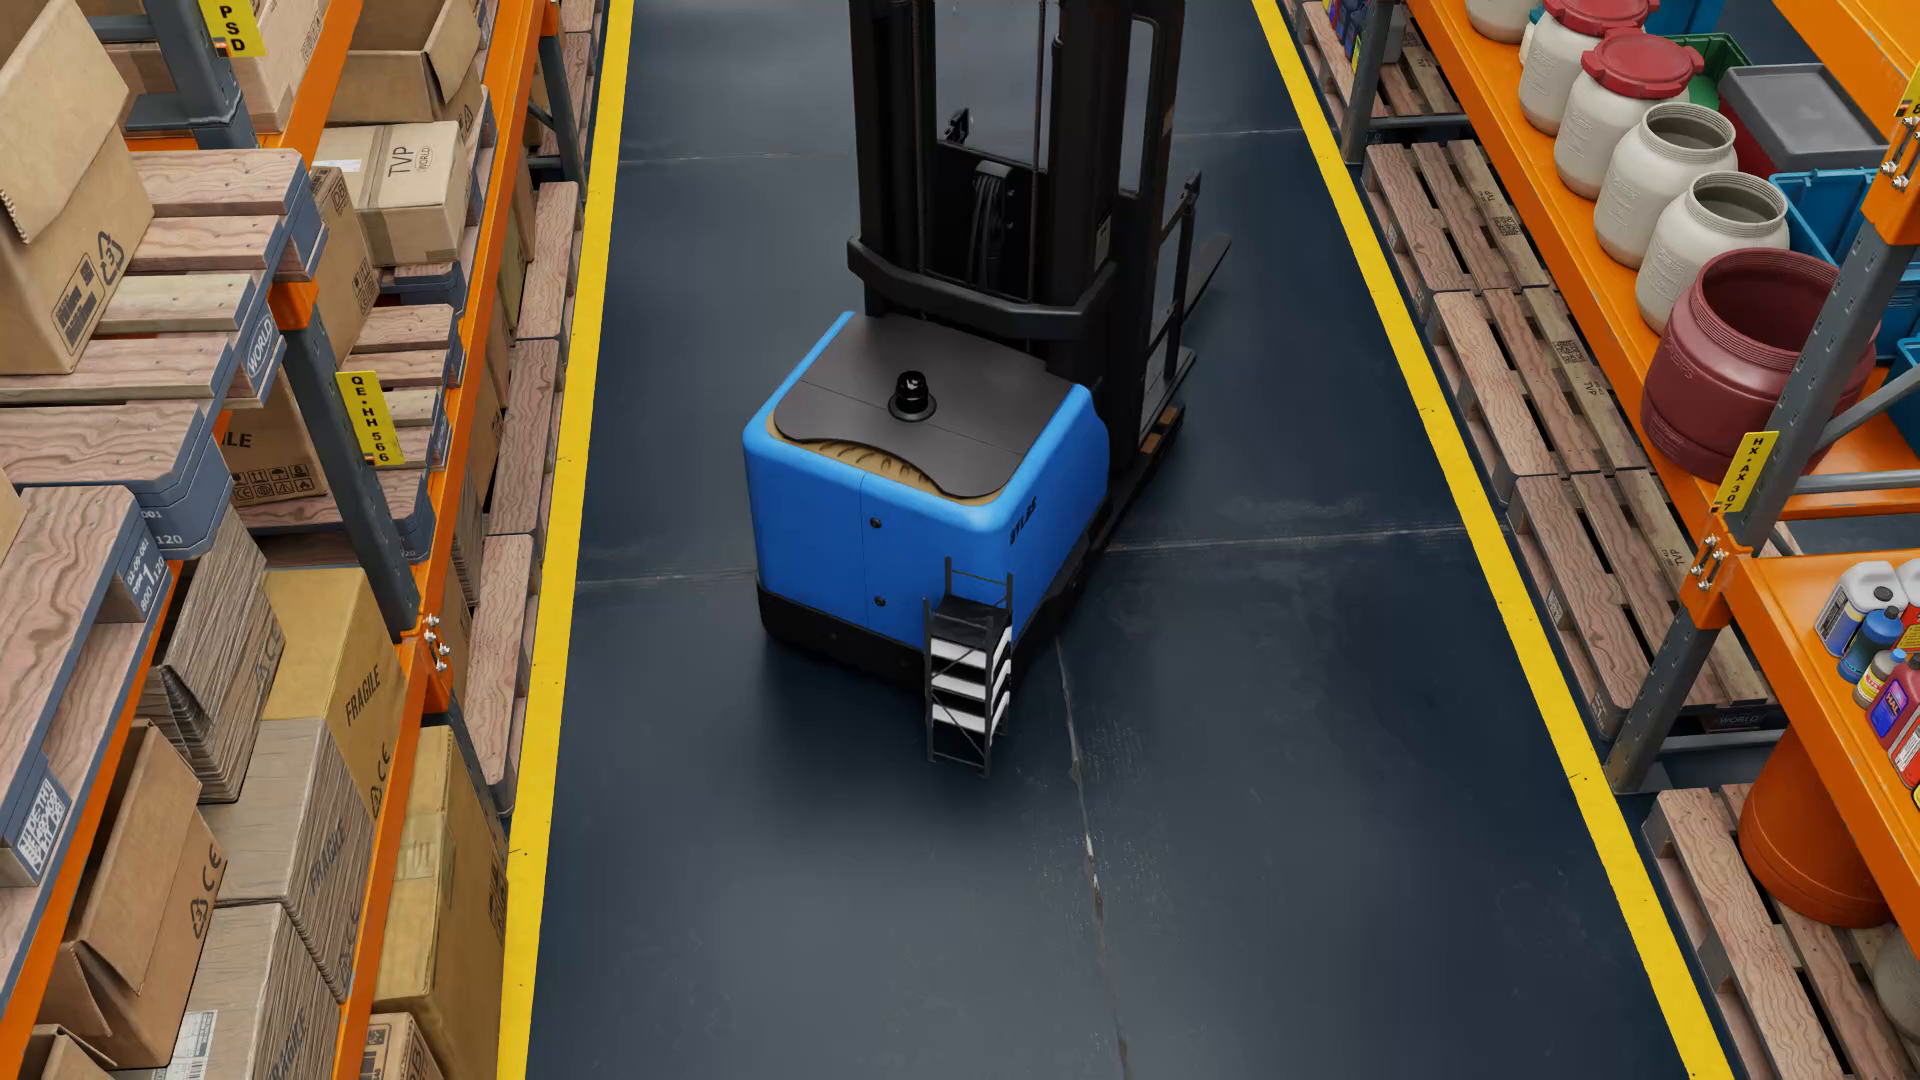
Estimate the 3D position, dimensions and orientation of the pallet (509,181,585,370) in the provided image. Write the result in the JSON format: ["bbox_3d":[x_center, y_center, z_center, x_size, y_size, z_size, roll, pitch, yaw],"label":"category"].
[{"bbox_3d":[-2.350,-1.250,7.925,1.003,0.211,1.213,-3,47,-3],"label":"pallet"}]

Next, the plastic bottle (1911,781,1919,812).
[{"bbox_3d":[2.572,0.628,4.306,0.061,0.283,0.133,-3,47,-3],"label":"plastic bottle"}]

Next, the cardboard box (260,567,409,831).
[{"bbox_3d":[-1.794,0.429,4.345,0.500,0.500,0.500,-2,47,-2],"label":"cardboard box"}]

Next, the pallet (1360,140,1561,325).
[{"bbox_3d":[2.623,-1.549,8.208,1.003,0.211,1.213,-3,47,-3],"label":"pallet"}]

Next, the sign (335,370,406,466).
[{"bbox_3d":[-1.529,-0.313,4.319,0.100,0.325,0.005,-3,47,-3],"label":"sign"}]

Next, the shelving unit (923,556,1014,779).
[{"bbox_3d":[0.029,0.462,5.829,0.258,0.900,0.210,15,48,14],"label":"shelving unit"}]

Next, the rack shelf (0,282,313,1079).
[{"bbox_3d":[-1.915,0.785,2.507,1.077,0.370,4.000,-3,47,-3],"label":"rack shelf"}]

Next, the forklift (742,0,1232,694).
[{"bbox_3d":[0.329,-1.442,6.233,1.130,2.935,3.031,20,50,18],"label":"forklift"}]

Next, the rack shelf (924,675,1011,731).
[{"bbox_3d":[0.029,0.547,5.918,0.258,0.077,0.200,15,48,14],"label":"rack shelf"}]

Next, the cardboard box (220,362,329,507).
[{"bbox_3d":[-2.167,-0.445,4.884,0.500,0.500,0.500,-9,47,-8],"label":"cardboard box"}]

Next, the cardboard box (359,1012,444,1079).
[{"bbox_3d":[-1.978,1.854,4.239,1.225,0.875,0.875,-3,47,-3],"label":"cardboard box"}]

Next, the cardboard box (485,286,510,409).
[{"bbox_3d":[-2.318,-0.868,7.061,0.700,0.500,0.500,-7,47,-7],"label":"cardboard box"}]

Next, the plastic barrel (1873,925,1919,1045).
[{"bbox_3d":[3.048,1.288,5.025,0.421,0.512,0.421,0,47,0],"label":"plastic barrel"}]

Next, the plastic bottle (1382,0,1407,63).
[{"bbox_3d":[2.321,-2.771,8.966,0.144,0.351,0.185,-3,47,-3],"label":"plastic bottle"}]

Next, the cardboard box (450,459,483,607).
[{"bbox_3d":[-2.217,-0.054,6.290,0.700,0.500,0.500,-7,47,-7],"label":"cardboard box"}]

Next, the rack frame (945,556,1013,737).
[{"bbox_3d":[0.064,0.393,5.894,0.240,0.900,0.006,15,48,14],"label":"rack frame"}]

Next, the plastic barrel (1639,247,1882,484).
[{"bbox_3d":[2.513,-0.543,5.242,0.600,0.536,0.708,-3,47,-3],"label":"plastic barrel"}]

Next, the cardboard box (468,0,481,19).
[{"bbox_3d":[-2.490,-2.540,6.523,1.000,1.000,1.000,-3,47,-3],"label":"cardboard box"}]

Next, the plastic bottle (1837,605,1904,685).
[{"bbox_3d":[2.550,0.283,4.641,0.097,0.271,0.097,0,47,0],"label":"plastic bottle"}]

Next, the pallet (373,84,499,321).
[{"bbox_3d":[-2.288,-1.242,6.129,1.003,0.211,1.213,-3,47,-3],"label":"pallet"}]

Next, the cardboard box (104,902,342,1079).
[{"bbox_3d":[-1.711,1.166,3.648,0.500,0.500,0.500,-5,47,-5],"label":"cardboard box"}]

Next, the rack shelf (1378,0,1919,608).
[{"bbox_3d":[2.686,-1.379,6.622,1.077,0.370,4.000,-3,47,-3],"label":"rack shelf"}]

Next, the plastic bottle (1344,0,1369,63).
[{"bbox_3d":[2.178,-2.762,8.958,0.144,0.351,0.185,-5,47,-4],"label":"plastic bottle"}]

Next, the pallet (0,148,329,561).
[{"bbox_3d":[-1.975,-0.382,3.247,1.213,0.211,1.003,-2,47,-1],"label":"pallet"}]

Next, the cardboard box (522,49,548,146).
[{"bbox_3d":[-2.410,-2.349,8.478,0.500,0.500,0.500,-5,47,-5],"label":"cardboard box"}]

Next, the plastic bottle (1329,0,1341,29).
[{"bbox_3d":[2.106,-2.993,9.223,0.061,0.283,0.133,-1,47,-1],"label":"plastic bottle"}]

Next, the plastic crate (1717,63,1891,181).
[{"bbox_3d":[3.023,-1.389,6.092,0.402,0.464,0.583,-3,47,-3],"label":"plastic crate"}]

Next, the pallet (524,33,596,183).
[{"bbox_3d":[-2.508,-2.297,8.917,1.003,0.211,1.213,-3,47,-3],"label":"pallet"}]

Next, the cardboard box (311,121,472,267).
[{"bbox_3d":[-1.993,-1.198,5.769,0.500,0.250,0.500,-5,47,-4],"label":"cardboard box"}]

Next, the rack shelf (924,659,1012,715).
[{"bbox_3d":[0.029,0.485,5.853,0.258,0.077,0.200,15,48,14],"label":"rack shelf"}]

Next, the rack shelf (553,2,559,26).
[{"bbox_3d":[-2.584,-3.972,9.078,1.077,0.370,4.000,-3,47,-3],"label":"rack shelf"}]

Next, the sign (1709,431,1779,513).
[{"bbox_3d":[2.306,-0.197,4.895,0.100,0.325,0.005,-3,47,-3],"label":"sign"}]

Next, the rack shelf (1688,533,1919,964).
[{"bbox_3d":[3.021,1.515,3.881,1.077,0.370,4.000,-3,47,-3],"label":"rack shelf"}]

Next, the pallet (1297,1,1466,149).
[{"bbox_3d":[2.504,-2.603,9.206,1.003,0.211,1.213,-3,47,-3],"label":"pallet"}]

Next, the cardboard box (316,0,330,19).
[{"bbox_3d":[-1.910,-1.585,4.359,0.500,0.250,0.500,-2,47,-2],"label":"cardboard box"}]

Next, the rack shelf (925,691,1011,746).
[{"bbox_3d":[0.029,0.609,5.984,0.258,0.077,0.200,15,48,14],"label":"rack shelf"}]

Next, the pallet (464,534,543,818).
[{"bbox_3d":[-2.146,0.515,6.253,1.003,0.211,1.213,-3,47,-3],"label":"pallet"}]

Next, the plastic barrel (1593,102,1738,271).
[{"bbox_3d":[2.519,-1.254,5.931,0.421,0.512,0.421,0,47,0],"label":"plastic barrel"}]

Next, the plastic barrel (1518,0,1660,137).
[{"bbox_3d":[2.442,-1.884,6.511,0.433,0.535,0.433,0,47,0],"label":"plastic barrel"}]

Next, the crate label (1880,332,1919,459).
[{"bbox_3d":[3.192,-0.449,5.361,0.303,0.233,0.416,-3,47,-3],"label":"crate label"}]

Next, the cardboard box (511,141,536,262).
[{"bbox_3d":[-2.387,-1.619,7.772,0.700,0.500,0.500,-7,47,-6],"label":"cardboard box"}]

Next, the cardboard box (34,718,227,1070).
[{"bbox_3d":[-1.985,0.744,3.356,0.797,0.503,0.637,-3,47,-2],"label":"cardboard box"}]

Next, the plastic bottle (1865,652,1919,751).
[{"bbox_3d":[2.550,0.434,4.490,0.061,0.283,0.133,-3,47,-3],"label":"plastic bottle"}]

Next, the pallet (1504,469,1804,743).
[{"bbox_3d":[2.827,0.217,6.536,1.003,0.211,1.213,-3,47,-3],"label":"pallet"}]

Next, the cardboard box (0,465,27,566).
[{"bbox_3d":[-1.799,-0.032,2.427,0.500,0.500,0.500,-1,47,-1],"label":"cardboard box"}]

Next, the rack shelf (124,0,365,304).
[{"bbox_3d":[-2.249,-2.109,5.248,1.077,0.370,4.000,-3,47,-3],"label":"rack shelf"}]

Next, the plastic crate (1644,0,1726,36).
[{"bbox_3d":[2.921,-2.289,6.999,0.392,0.384,0.575,-3,47,-3],"label":"plastic crate"}]

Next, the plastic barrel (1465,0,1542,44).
[{"bbox_3d":[2.380,-2.415,7.014,0.433,0.535,0.433,0,47,0],"label":"plastic barrel"}]

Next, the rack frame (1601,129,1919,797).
[{"bbox_3d":[2.854,-0.179,4.990,1.000,3.000,0.127,-3,47,-3],"label":"rack frame"}]

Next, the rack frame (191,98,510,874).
[{"bbox_3d":[-2.082,0.122,4.705,1.000,3.000,0.127,-3,47,-3],"label":"rack frame"}]
